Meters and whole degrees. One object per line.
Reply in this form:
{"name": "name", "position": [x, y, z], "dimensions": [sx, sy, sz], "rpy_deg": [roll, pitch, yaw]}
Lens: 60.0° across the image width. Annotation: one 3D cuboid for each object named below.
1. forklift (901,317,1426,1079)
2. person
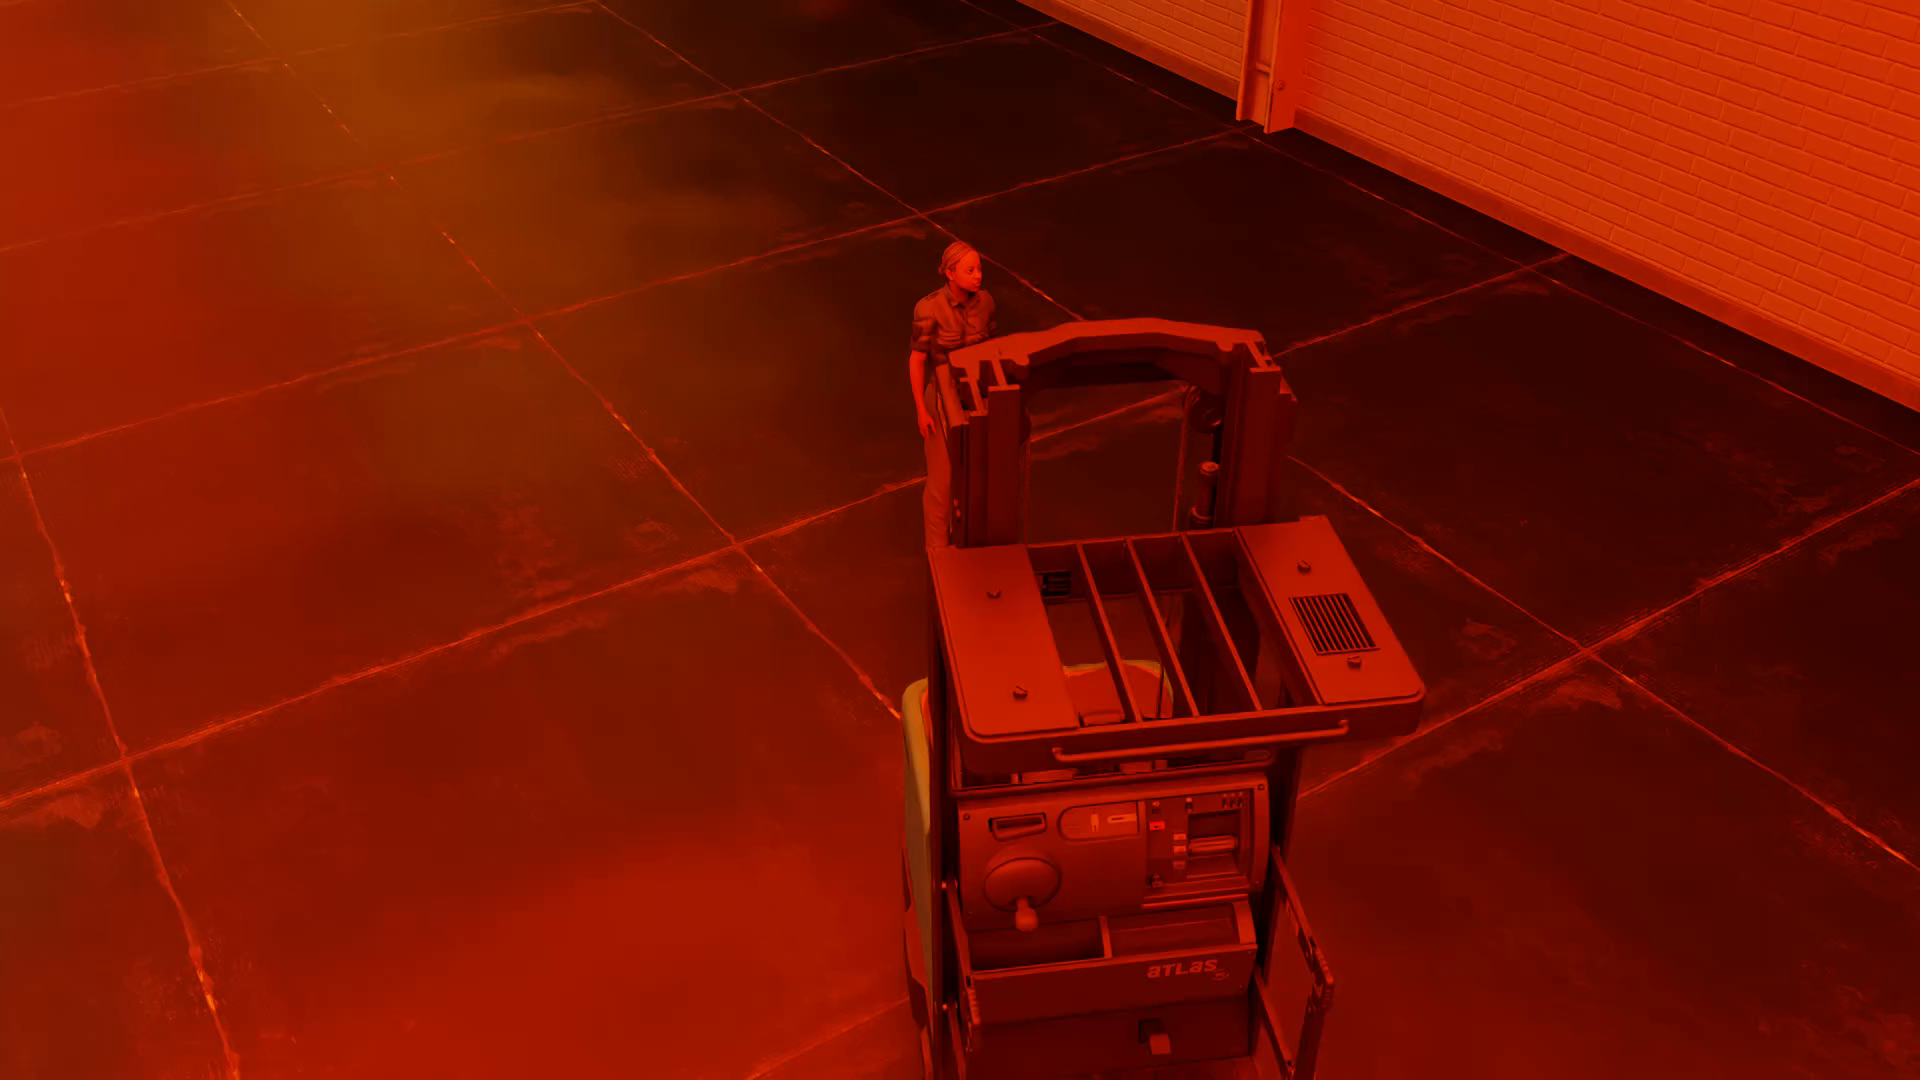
{"name": "forklift", "position": [0.490, 0.988, 4.741], "dimensions": [1.130, 2.935, 3.031], "rpy_deg": [-5, 35, -7]}
{"name": "person", "position": [0.032, -0.634, 8.148], "dimensions": [0.570, 1.656, 0.503], "rpy_deg": [-21, 40, -27]}
